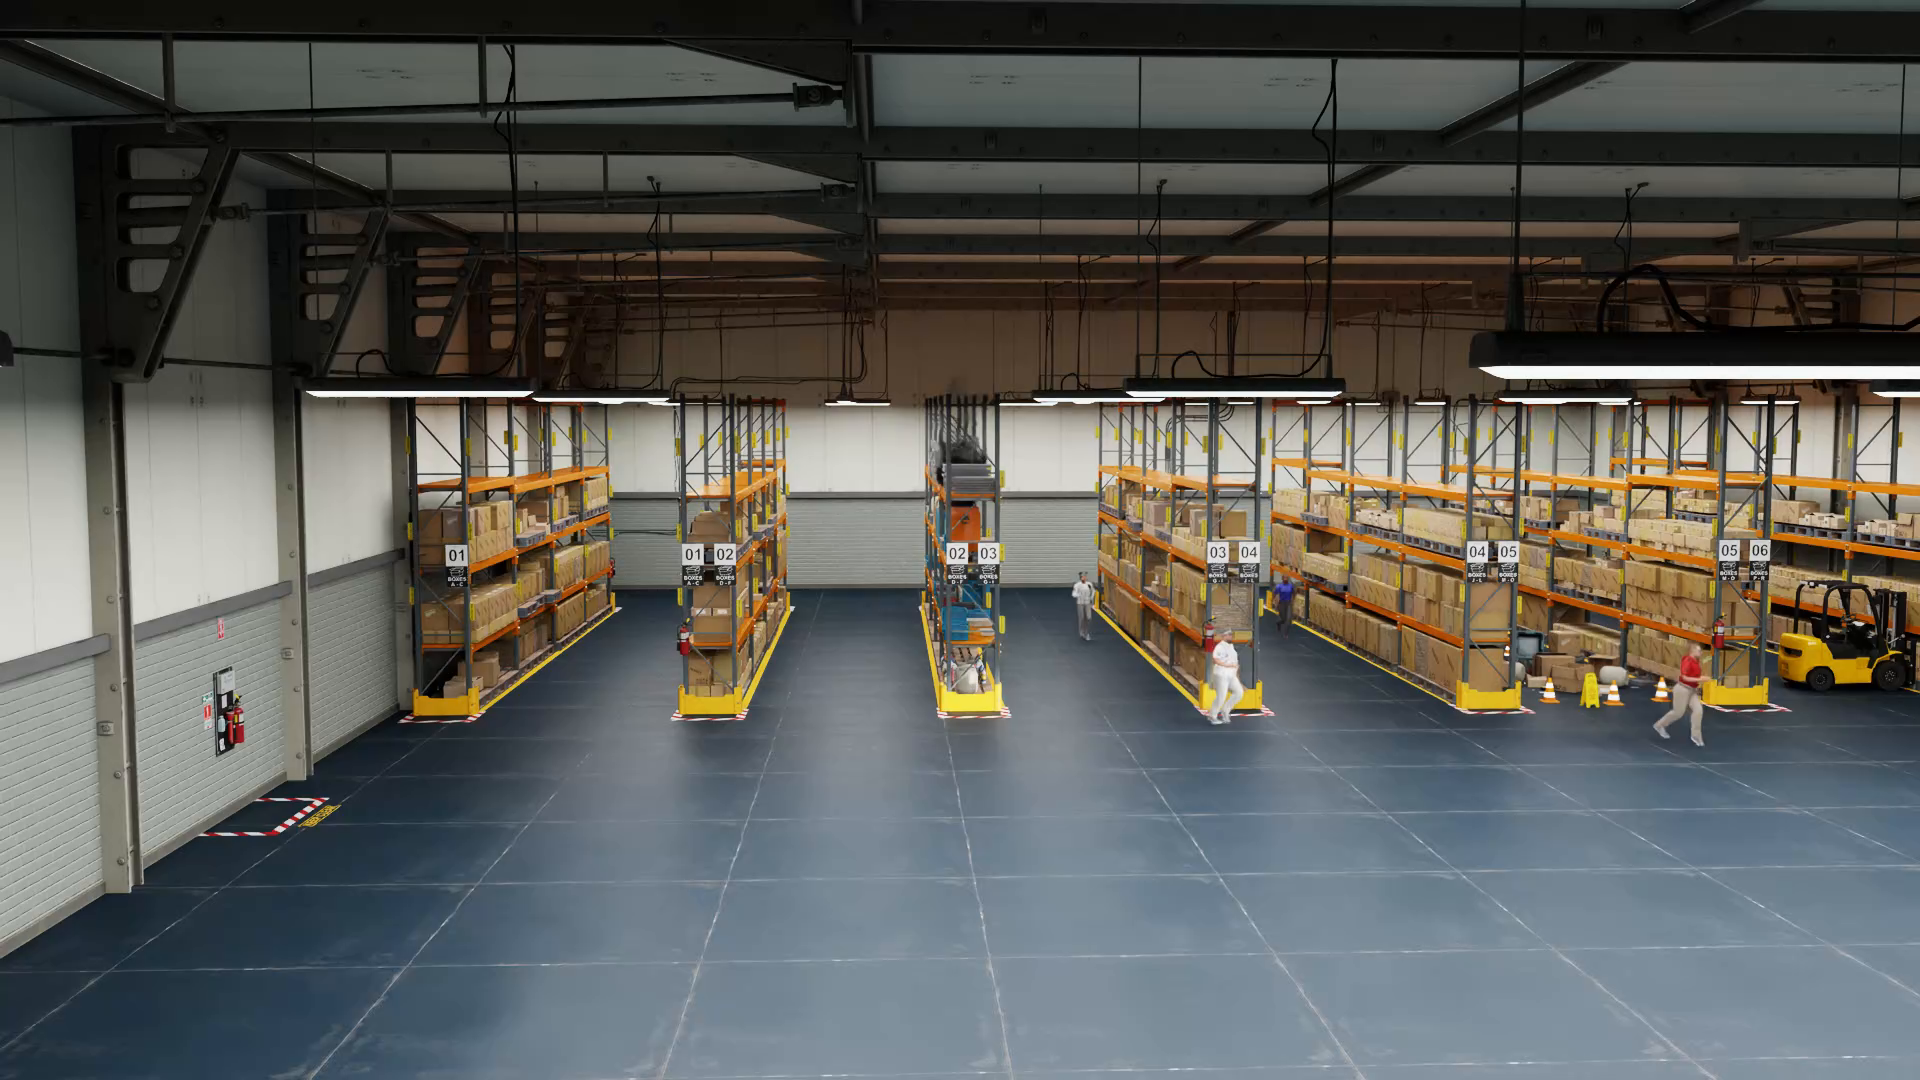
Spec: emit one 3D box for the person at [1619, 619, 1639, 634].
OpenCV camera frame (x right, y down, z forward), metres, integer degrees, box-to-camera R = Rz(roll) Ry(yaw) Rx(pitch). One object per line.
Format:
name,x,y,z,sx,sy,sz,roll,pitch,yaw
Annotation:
person,16.495,1.637,40.909,0.712,1.731,0.749,-1,5,-11

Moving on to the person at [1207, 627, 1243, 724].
person,4.857,2.464,30.208,0.645,1.792,0.665,4,6,42

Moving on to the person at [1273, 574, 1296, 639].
person,8.131,1.681,41.655,0.582,1.521,0.578,-1,5,-8

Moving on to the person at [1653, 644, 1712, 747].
person,12.368,2.651,28.439,0.952,1.791,0.677,4,6,45

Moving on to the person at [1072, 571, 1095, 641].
person,3.071,1.632,41.200,0.594,1.753,0.728,0,5,-2
